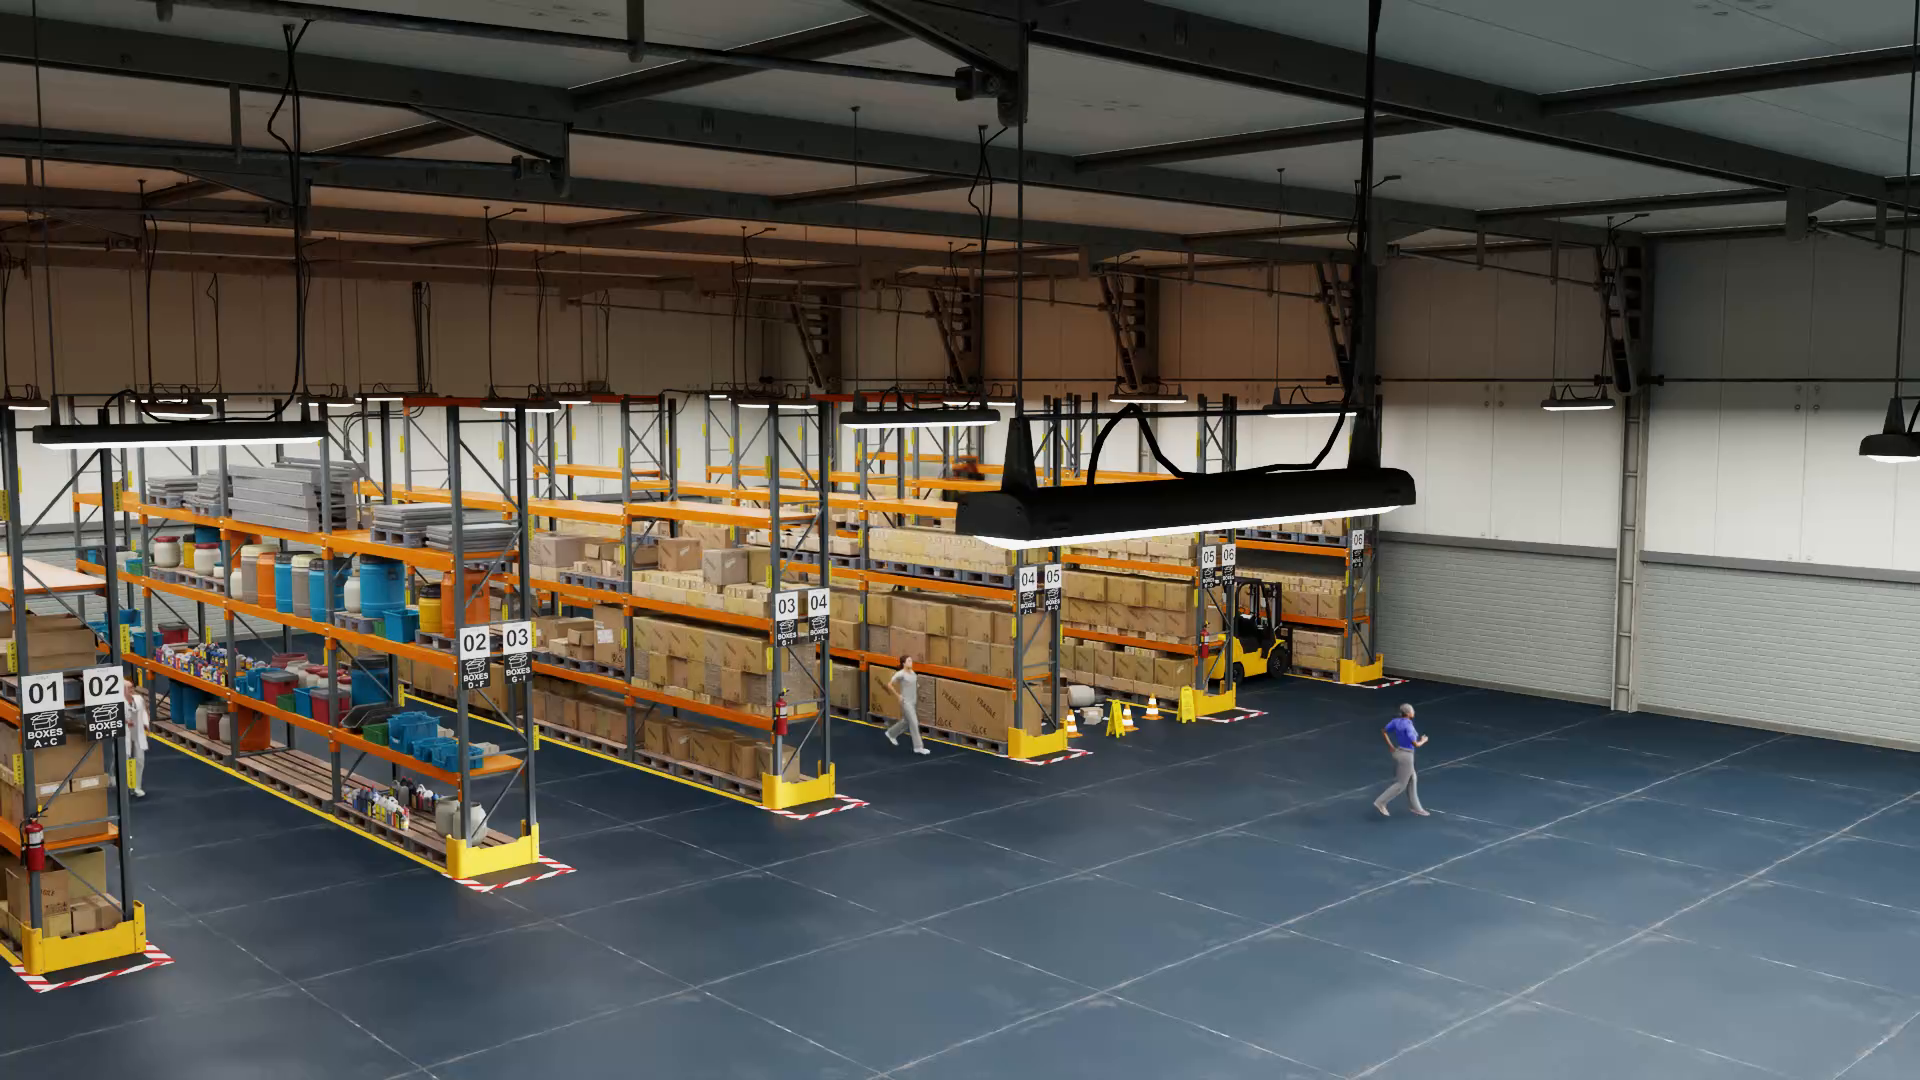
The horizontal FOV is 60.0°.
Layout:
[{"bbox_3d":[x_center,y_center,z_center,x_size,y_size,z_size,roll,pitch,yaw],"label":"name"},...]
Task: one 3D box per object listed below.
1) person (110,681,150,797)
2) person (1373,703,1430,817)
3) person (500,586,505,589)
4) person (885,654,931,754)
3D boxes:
[{"bbox_3d":[-12.693,3.003,25.364,0.834,1.746,0.718,4,7,37],"label":"person"},{"bbox_3d":[6.370,3.179,23.937,0.901,1.649,0.604,-1,6,-9],"label":"person"},{"bbox_3d":[-10.532,1.850,38.100,0.722,1.615,0.832,-2,6,-20],"label":"person"},{"bbox_3d":[-0.900,2.755,28.189,0.968,1.649,0.567,3,6,31],"label":"person"}]
